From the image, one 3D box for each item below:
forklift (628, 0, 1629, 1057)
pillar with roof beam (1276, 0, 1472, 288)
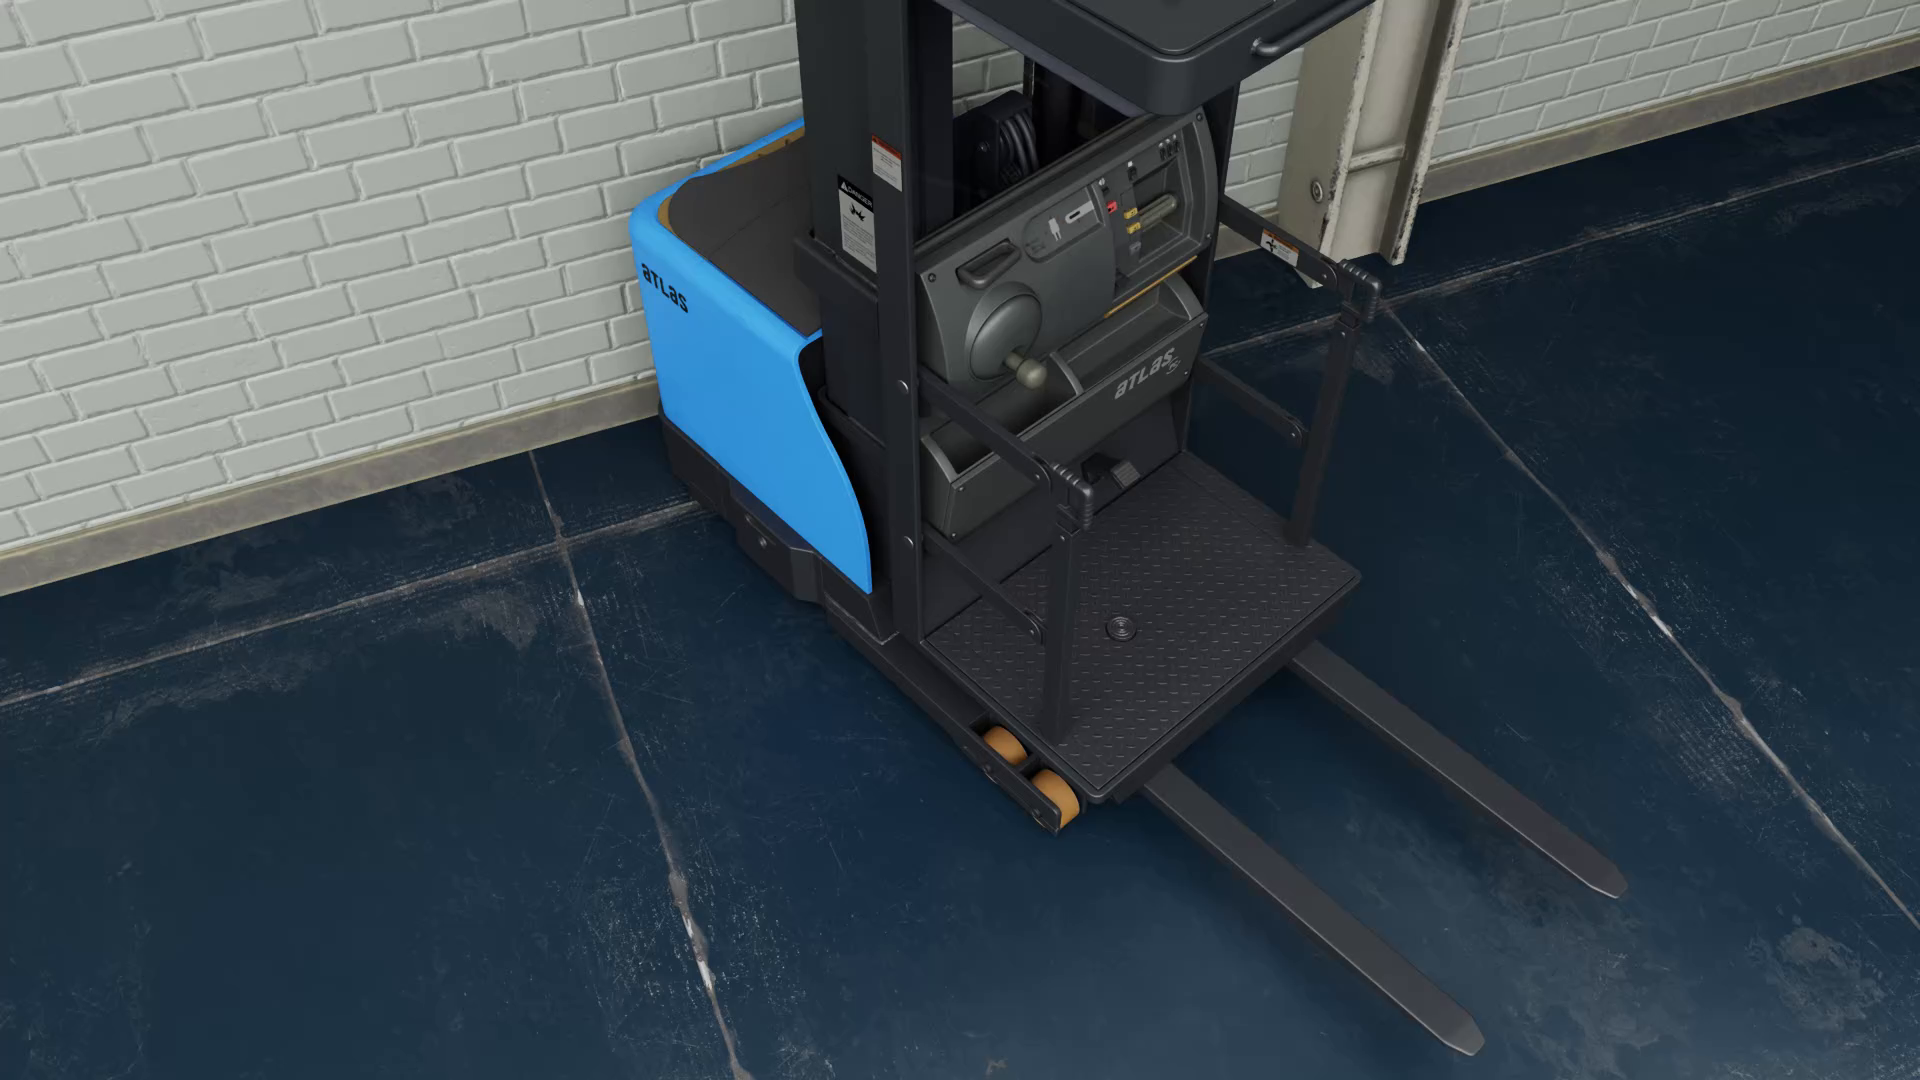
[{"bbox_3d":[0.423,-0.608,3.840,1.130,2.935,3.031,-35,58,-26],"label":"forklift"},{"bbox_3d":[3.027,-0.985,0.164,0.400,9.000,9.100,-17,52,-14],"label":"pillar with roof beam"}]
